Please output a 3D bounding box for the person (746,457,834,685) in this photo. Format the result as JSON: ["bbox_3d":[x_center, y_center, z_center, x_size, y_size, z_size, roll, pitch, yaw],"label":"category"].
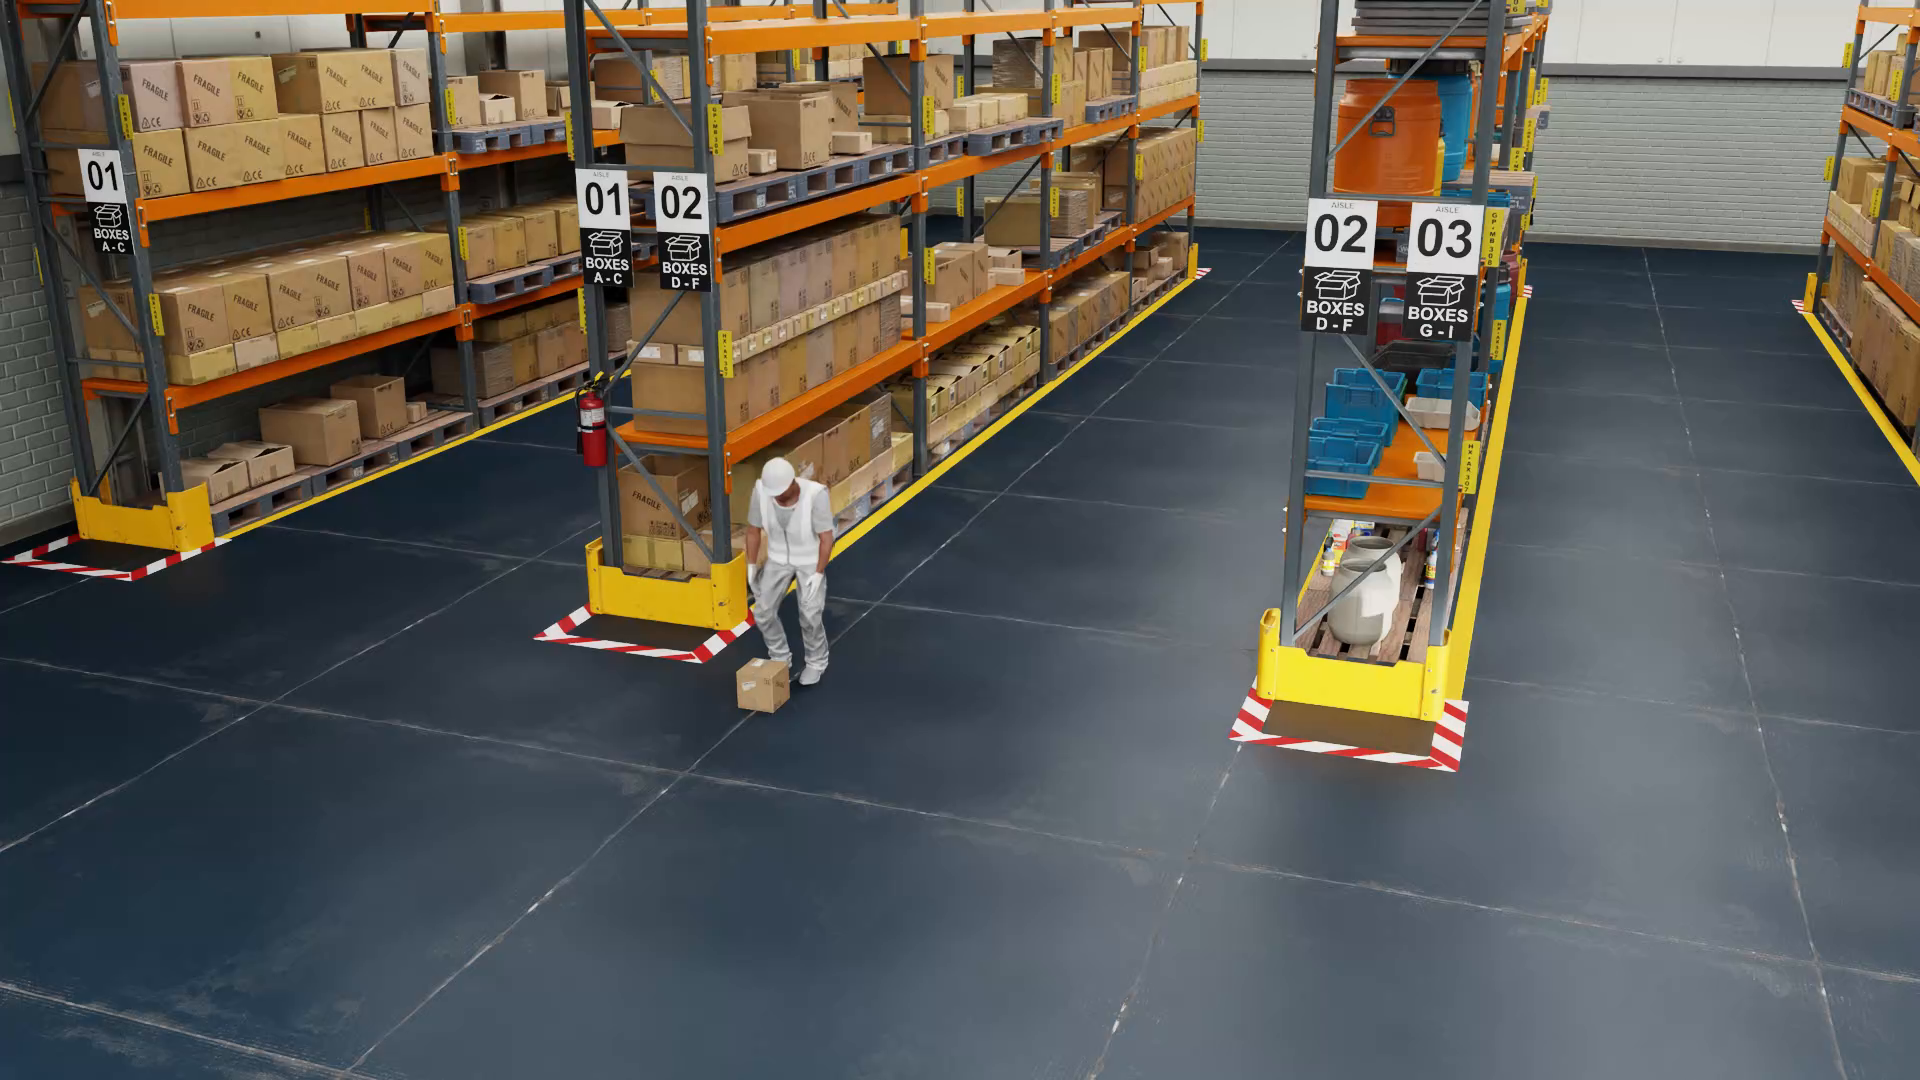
[{"bbox_3d":[-1.083,0.173,10.839,0.599,1.578,0.652,7,20,19],"label":"person"}]
